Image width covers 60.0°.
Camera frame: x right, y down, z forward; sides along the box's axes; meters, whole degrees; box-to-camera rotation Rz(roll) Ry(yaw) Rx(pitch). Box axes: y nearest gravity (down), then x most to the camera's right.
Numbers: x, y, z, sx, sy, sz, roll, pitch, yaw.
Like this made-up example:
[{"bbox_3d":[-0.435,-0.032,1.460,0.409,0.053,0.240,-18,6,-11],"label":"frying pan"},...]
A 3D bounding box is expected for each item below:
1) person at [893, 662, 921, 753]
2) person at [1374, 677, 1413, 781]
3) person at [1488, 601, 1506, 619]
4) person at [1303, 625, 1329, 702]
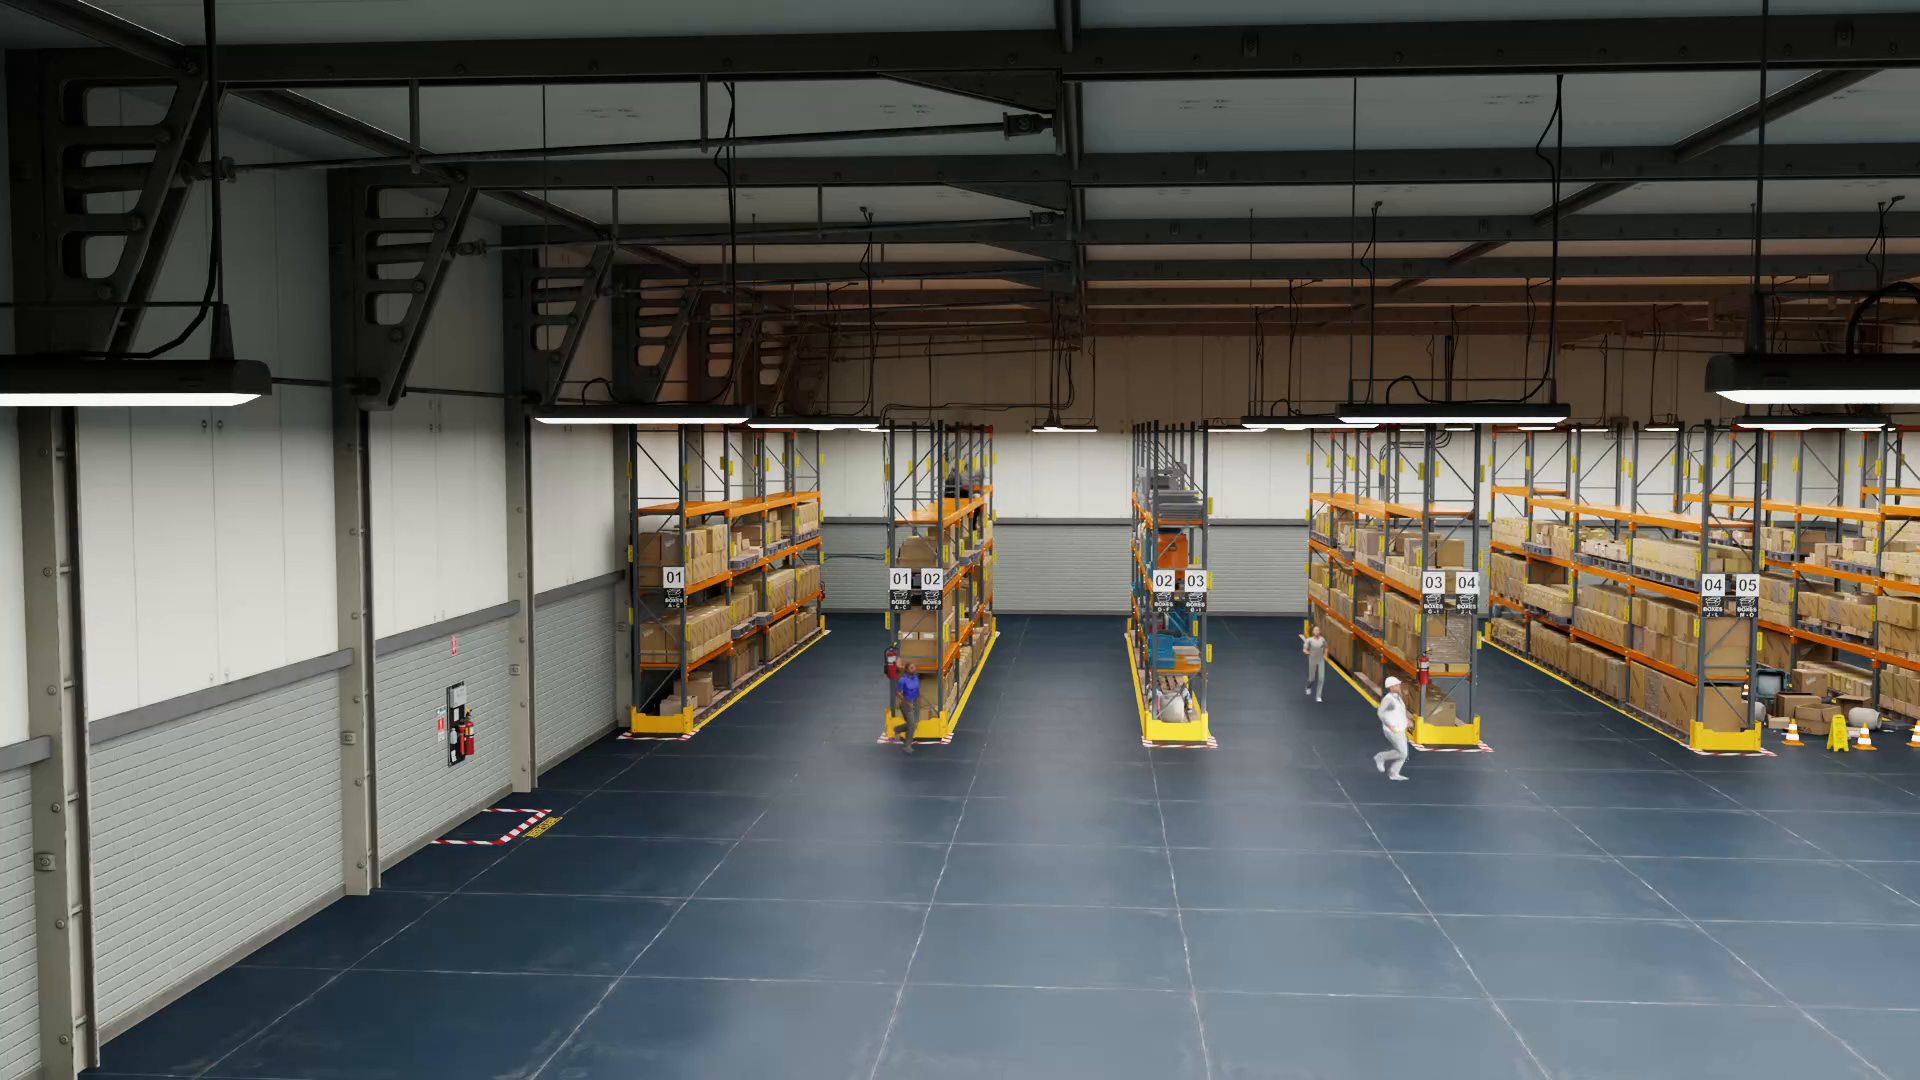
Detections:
[{"bbox_3d":[-0.974,3.020,30.188,0.634,1.630,0.594,3,5,44],"label":"person"},{"bbox_3d":[7.190,3.126,27.560,0.573,1.726,0.673,2,4,34],"label":"person"},{"bbox_3d":[15.357,1.866,47.289,0.606,1.722,0.744,0,4,0],"label":"person"},{"bbox_3d":[7.669,2.639,35.792,0.574,1.632,0.788,0,4,-4],"label":"person"}]
